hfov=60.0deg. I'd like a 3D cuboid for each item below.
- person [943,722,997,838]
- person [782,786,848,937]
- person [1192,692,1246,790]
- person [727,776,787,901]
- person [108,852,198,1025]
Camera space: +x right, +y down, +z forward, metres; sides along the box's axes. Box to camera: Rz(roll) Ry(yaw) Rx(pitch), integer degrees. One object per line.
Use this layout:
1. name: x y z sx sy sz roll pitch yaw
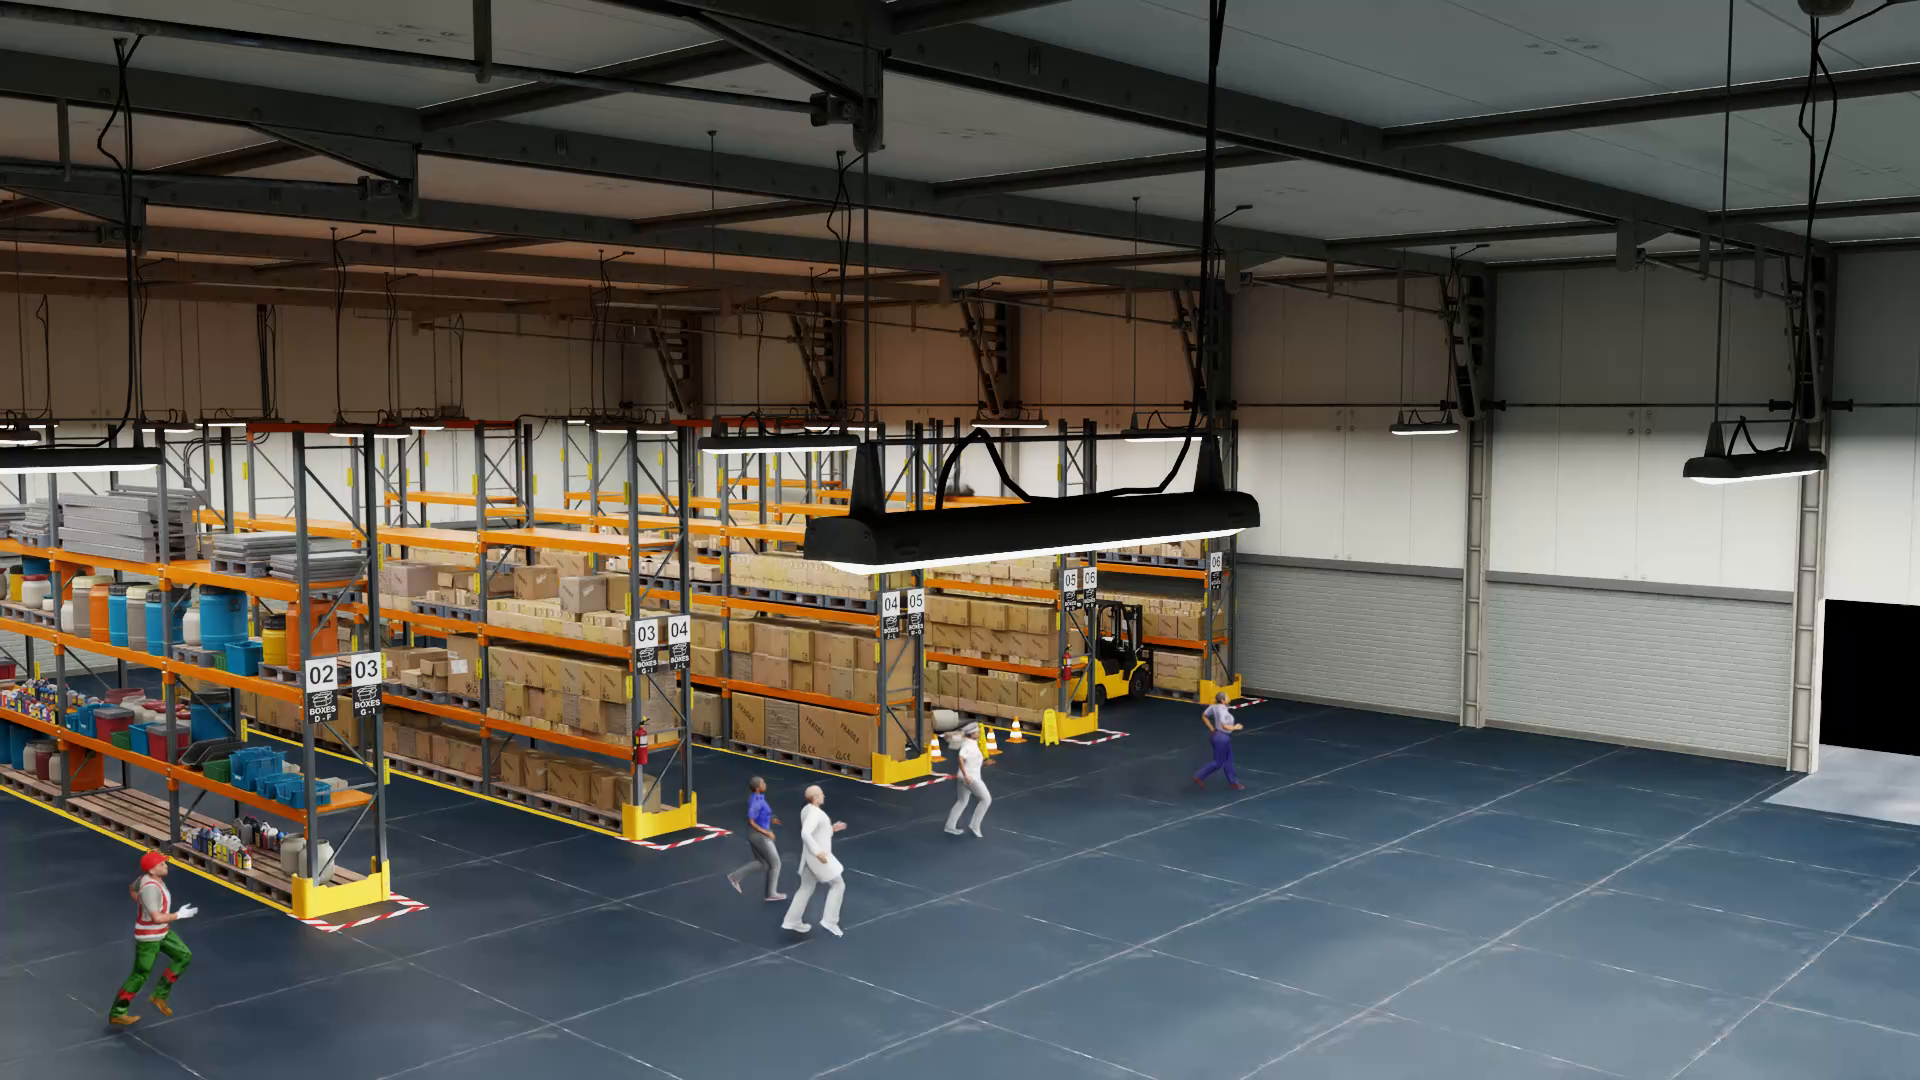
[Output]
1. person: 0.158 3.512 24.279 0.801 1.726 0.536 -1 5 -17
2. person: -1.711 3.833 19.753 0.835 1.849 0.669 -3 5 -29
3. person: 4.230 3.286 27.063 0.941 1.653 0.608 0 5 -5
4. person: -2.581 3.801 21.123 0.749 1.602 0.585 -1 5 -15
5. person: -8.243 4.041 17.009 0.868 1.761 0.675 -1 5 -17
